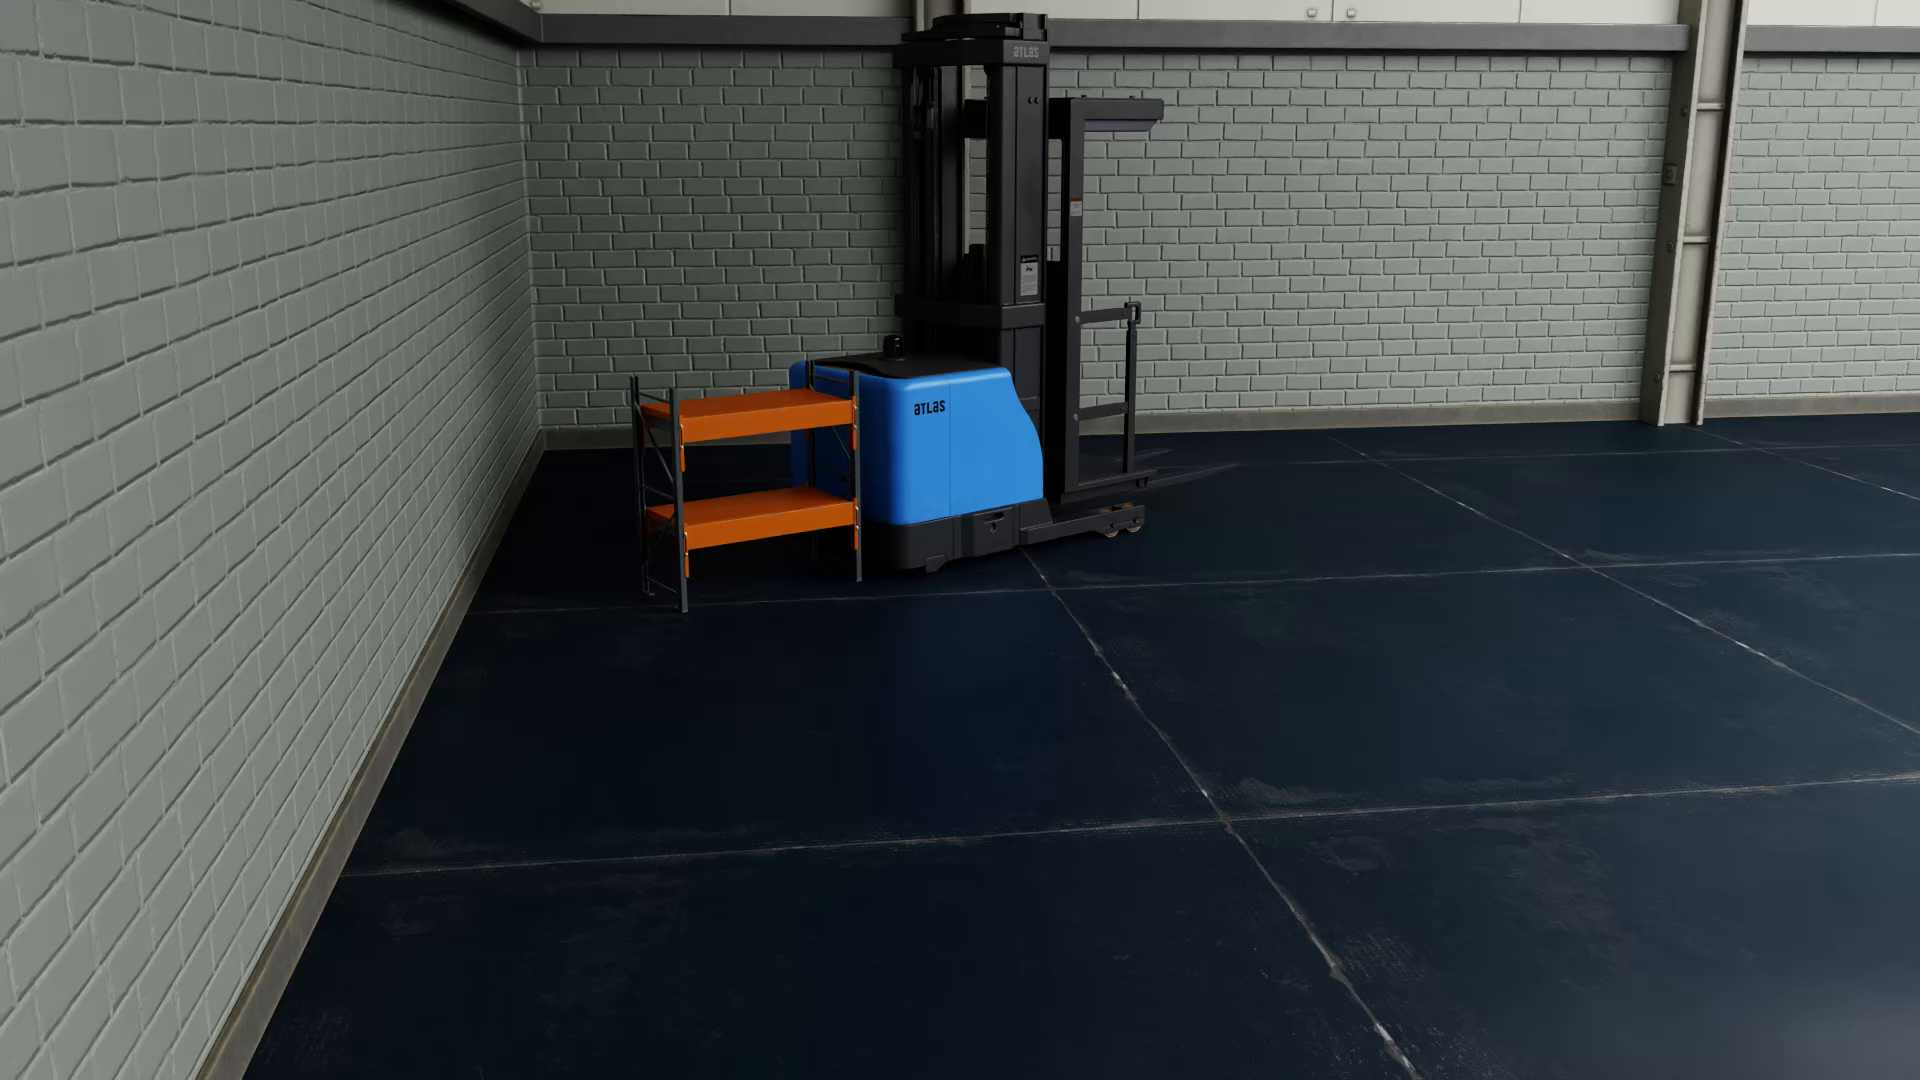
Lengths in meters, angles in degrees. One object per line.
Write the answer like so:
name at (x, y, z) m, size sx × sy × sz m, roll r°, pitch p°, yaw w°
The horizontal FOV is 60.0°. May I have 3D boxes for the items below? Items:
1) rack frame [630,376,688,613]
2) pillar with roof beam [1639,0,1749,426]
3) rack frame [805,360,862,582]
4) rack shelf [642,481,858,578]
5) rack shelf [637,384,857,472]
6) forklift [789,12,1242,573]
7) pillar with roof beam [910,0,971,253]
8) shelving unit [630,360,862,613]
rack frame at (-1.512, -0.233, 8.339) m, size 0.032 × 1.125 × 0.500 m, roll -10°, pitch 17°, yaw -34°
pillar with roof beam at (6.433, -4.294, 8.345) m, size 0.400 × 9.000 × 9.100 m, roll -2°, pitch 14°, yaw -8°
rack frame at (-0.678, -0.375, 8.904) m, size 0.032 × 1.125 × 0.500 m, roll -10°, pitch 17°, yaw -34°
rack shelf at (-1.095, -0.067, 8.681) m, size 1.000 × 0.278 × 0.538 m, roll -10°, pitch 17°, yaw -34°
rack shelf at (-1.095, -0.588, 8.551) m, size 1.000 × 0.278 × 0.538 m, roll -10°, pitch 17°, yaw -34°
forklift at (0.472, -1.522, 9.766) m, size 3.031 × 2.935 × 1.130 m, roll -12°, pitch 18°, yaw -40°
pillar with roof beam at (0.500, -4.077, 7.478) m, size 0.400 × 9.000 × 9.100 m, roll -2°, pitch 14°, yaw -8°
shelving unit at (-1.095, -0.304, 8.622) m, size 1.048 × 1.125 × 0.538 m, roll -10°, pitch 17°, yaw -34°
